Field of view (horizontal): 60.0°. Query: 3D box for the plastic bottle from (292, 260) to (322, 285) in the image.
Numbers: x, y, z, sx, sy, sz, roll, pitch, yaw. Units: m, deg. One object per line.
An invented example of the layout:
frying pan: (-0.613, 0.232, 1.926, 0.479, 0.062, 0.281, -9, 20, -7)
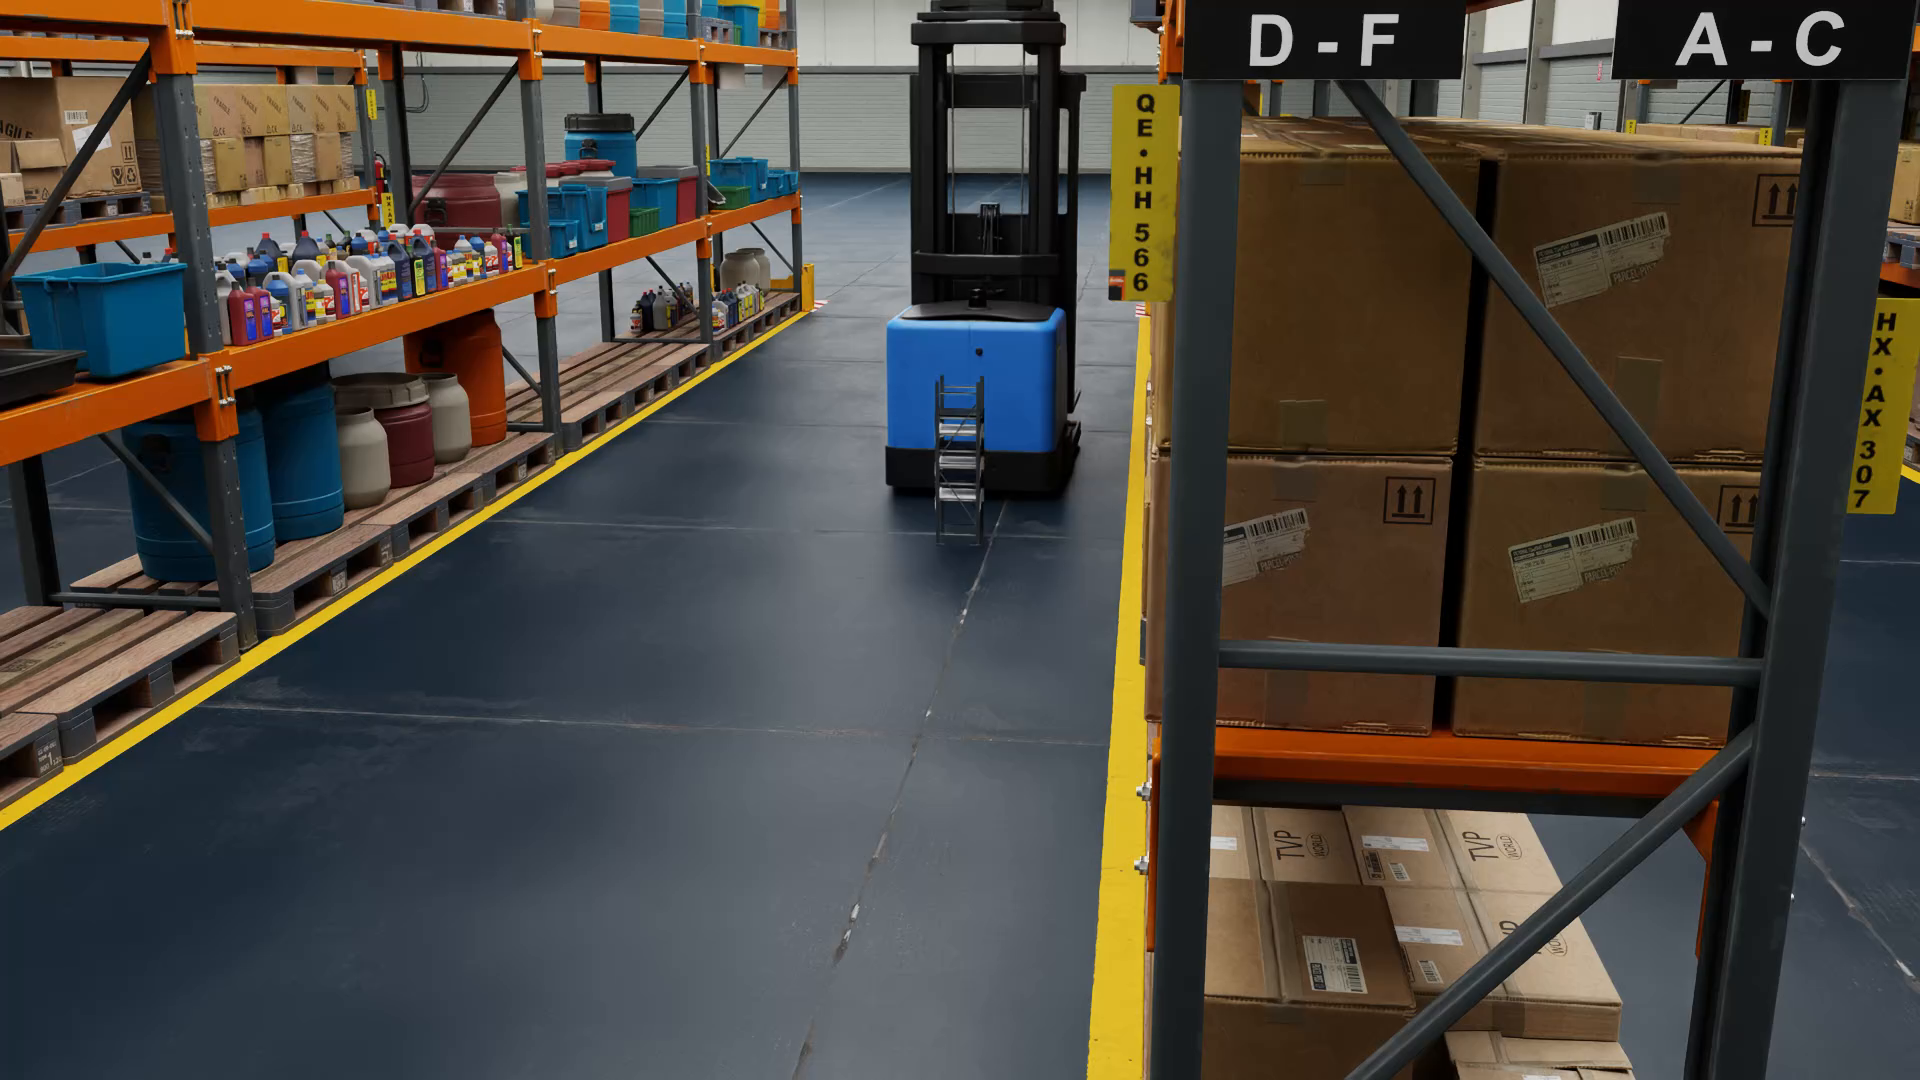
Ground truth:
plastic bottle: (-3.255, -1.274, 8.365, 0.152, 0.276, 0.135, 2, 15, 6)

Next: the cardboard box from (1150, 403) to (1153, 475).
cardboard box: (0.784, -0.363, 4.567, 0.500, 0.500, 0.500, 1, 15, 5)

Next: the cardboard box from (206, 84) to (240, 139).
cardboard box: (-7.300, -4.115, 15.955, 0.500, 0.500, 0.500, 2, 15, 6)

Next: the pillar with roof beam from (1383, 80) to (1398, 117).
pillar with roof beam: (7.447, -14.397, 45.167, 9.100, 9.000, 0.400, 2, 15, 6)

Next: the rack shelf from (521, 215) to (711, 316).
rack shelf: (-2.962, -2.189, 12.890, 1.077, 0.370, 4.000, 2, 15, 6)

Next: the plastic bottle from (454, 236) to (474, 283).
plastic bottle: (-2.911, -1.648, 9.757, 0.097, 0.271, 0.097, 0, 15, 0)

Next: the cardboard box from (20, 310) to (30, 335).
cardboard box: (-7.947, -1.635, 13.409, 0.700, 0.500, 0.500, 3, 15, 11)

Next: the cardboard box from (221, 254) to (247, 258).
cardboard box: (-7.417, -2.755, 17.590, 0.500, 0.500, 0.500, 3, 15, 11)

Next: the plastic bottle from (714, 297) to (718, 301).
plastic bottle: (-2.337, -2.189, 15.895, 0.097, 0.271, 0.097, 0, 15, 0)

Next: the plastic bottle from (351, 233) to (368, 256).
plastic bottle: (-3.590, -1.702, 9.956, 0.097, 0.271, 0.097, 0, 15, 0)

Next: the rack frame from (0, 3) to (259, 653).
rack frame: (-3.639, -0.980, 7.041, 1.000, 3.000, 0.127, 2, 15, 6)

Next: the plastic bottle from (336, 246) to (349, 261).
plastic bottle: (-3.666, -1.635, 9.844, 0.097, 0.201, 0.097, 0, 15, 0)

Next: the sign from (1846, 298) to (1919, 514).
sign: (1.370, -0.198, 2.490, 0.100, 0.325, 0.005, 2, 15, 6)

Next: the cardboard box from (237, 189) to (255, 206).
cardboard box: (-7.205, -3.386, 16.418, 0.380, 0.149, 0.250, 2, 15, 6)

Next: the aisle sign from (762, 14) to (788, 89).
aisle sign: (-1.982, -5.358, 18.249, 0.394, 0.787, 0.004, 2, 15, 6)

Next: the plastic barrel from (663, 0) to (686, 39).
plastic barrel: (-2.578, -4.607, 13.746, 0.600, 0.901, 0.708, 2, 15, 6)

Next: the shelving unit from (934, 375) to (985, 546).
shelving unit: (-0.001, -0.432, 9.037, 0.258, 0.900, 0.210, 2, 15, 6)

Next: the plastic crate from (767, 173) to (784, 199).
plastic crate: (-2.124, -3.714, 17.436, 0.499, 0.251, 0.408, 2, 15, 6)

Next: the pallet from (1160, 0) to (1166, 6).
pallet: (1.539, -2.627, 7.744, 1.213, 0.211, 1.003, 2, 15, 6)

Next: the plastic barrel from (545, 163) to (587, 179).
plastic barrel: (-3.145, -2.689, 13.099, 0.433, 0.535, 0.433, 0, 15, 0)

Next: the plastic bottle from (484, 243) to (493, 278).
plastic bottle: (-2.878, -1.690, 10.046, 0.097, 0.201, 0.097, 0, 15, 0)

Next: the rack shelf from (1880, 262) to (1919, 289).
rack shelf: (6.881, -1.898, 11.811, 1.077, 0.370, 4.000, 2, 15, 6)

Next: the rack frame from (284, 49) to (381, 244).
rack frame: (-7.207, -4.239, 19.091, 1.000, 3.000, 0.127, 2, 15, 6)

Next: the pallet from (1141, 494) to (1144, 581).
pallet: (1.471, -0.017, 8.820, 1.003, 0.211, 1.213, 2, 15, 6)

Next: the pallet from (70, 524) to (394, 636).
pallet: (-3.511, 0.167, 8.141, 1.003, 0.211, 1.213, 2, 15, 6)

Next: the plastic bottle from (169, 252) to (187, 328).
plastic bottle: (-3.718, -1.200, 7.949, 0.144, 0.351, 0.185, 2, 15, 6)

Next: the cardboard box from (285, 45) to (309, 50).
cardboard box: (-7.128, -5.219, 17.259, 0.500, 0.250, 0.500, 2, 15, 7)

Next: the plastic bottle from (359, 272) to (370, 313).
plastic bottle: (-3.064, -1.263, 8.466, 0.097, 0.201, 0.097, 0, 15, 0)

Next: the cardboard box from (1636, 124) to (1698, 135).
cardboard box: (7.206, -3.985, 16.966, 0.500, 0.500, 0.500, 2, 15, 6)

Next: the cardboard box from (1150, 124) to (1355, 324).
cardboard box: (0.775, -0.849, 4.450, 0.500, 0.500, 0.500, 2, 15, 8)

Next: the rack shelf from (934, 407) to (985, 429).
rack shelf: (-0.001, -0.661, 8.975, 0.258, 0.077, 0.200, 2, 15, 6)

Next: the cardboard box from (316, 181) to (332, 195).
cardboard box: (-7.083, -3.842, 18.105, 0.380, 0.149, 0.250, 2, 15, 6)

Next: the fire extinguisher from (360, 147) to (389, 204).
fire extinguisher: (-6.736, -4.217, 19.161, 0.296, 0.674, 0.183, 2, 15, 6)

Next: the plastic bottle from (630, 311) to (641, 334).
plastic bottle: (-3.005, -2.020, 15.404, 0.097, 0.201, 0.097, 0, 15, 0)

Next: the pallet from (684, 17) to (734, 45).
pallet: (-2.752, -4.602, 15.050, 1.213, 0.211, 1.003, 2, 15, 6)

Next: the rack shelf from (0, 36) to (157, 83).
rack shelf: (-7.884, -3.783, 13.038, 1.077, 0.370, 4.000, 2, 15, 6)

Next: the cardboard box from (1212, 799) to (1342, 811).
cardboard box: (1.075, 0.647, 4.964, 0.797, 0.503, 0.637, 2, 15, 6)

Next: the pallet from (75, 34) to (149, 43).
pallet: (-7.834, -4.402, 14.307, 1.213, 0.211, 1.003, 2, 15, 6)

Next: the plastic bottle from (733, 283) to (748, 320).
plastic bottle: (-2.164, -2.345, 16.321, 0.144, 0.351, 0.185, 2, 15, 6)

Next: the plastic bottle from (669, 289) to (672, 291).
plastic bottle: (-2.872, -2.360, 16.526, 0.097, 0.271, 0.097, 0, 15, 0)

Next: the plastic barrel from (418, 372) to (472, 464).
plastic barrel: (-3.201, -0.743, 10.125, 0.421, 0.512, 0.421, 0, 15, 0)

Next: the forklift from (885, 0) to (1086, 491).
forklift: (0.255, -2.043, 11.102, 1.130, 2.935, 3.031, 2, 15, 7)

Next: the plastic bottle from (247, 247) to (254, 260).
plastic bottle: (-3.796, -1.418, 8.882, 0.061, 0.283, 0.133, 2, 15, 6)

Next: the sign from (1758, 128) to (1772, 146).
sign: (6.567, -3.195, 13.574, 0.100, 0.325, 0.005, 2, 15, 6)

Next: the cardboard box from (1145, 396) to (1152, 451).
cardboard box: (1.283, -0.501, 9.215, 0.500, 0.500, 0.500, 1, 15, 6)

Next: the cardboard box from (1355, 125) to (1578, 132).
cardboard box: (1.312, -0.832, 4.384, 0.500, 0.500, 0.500, 2, 15, 6)

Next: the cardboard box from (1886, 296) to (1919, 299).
cardboard box: (6.865, -1.562, 11.700, 0.500, 0.250, 0.500, 2, 15, 6)

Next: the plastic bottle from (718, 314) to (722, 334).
plastic bottle: (-2.254, -2.013, 15.378, 0.097, 0.201, 0.097, 0, 15, 0)

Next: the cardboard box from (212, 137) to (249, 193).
cardboard box: (-7.454, -3.637, 16.103, 0.875, 0.500, 0.500, 2, 15, 6)

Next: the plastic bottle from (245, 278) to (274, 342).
plastic bottle: (-3.159, -1.041, 7.490, 0.061, 0.283, 0.133, 2, 15, 6)

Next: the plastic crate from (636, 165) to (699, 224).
plastic crate: (-2.487, -2.952, 14.209, 0.402, 0.464, 0.583, 2, 15, 6)
